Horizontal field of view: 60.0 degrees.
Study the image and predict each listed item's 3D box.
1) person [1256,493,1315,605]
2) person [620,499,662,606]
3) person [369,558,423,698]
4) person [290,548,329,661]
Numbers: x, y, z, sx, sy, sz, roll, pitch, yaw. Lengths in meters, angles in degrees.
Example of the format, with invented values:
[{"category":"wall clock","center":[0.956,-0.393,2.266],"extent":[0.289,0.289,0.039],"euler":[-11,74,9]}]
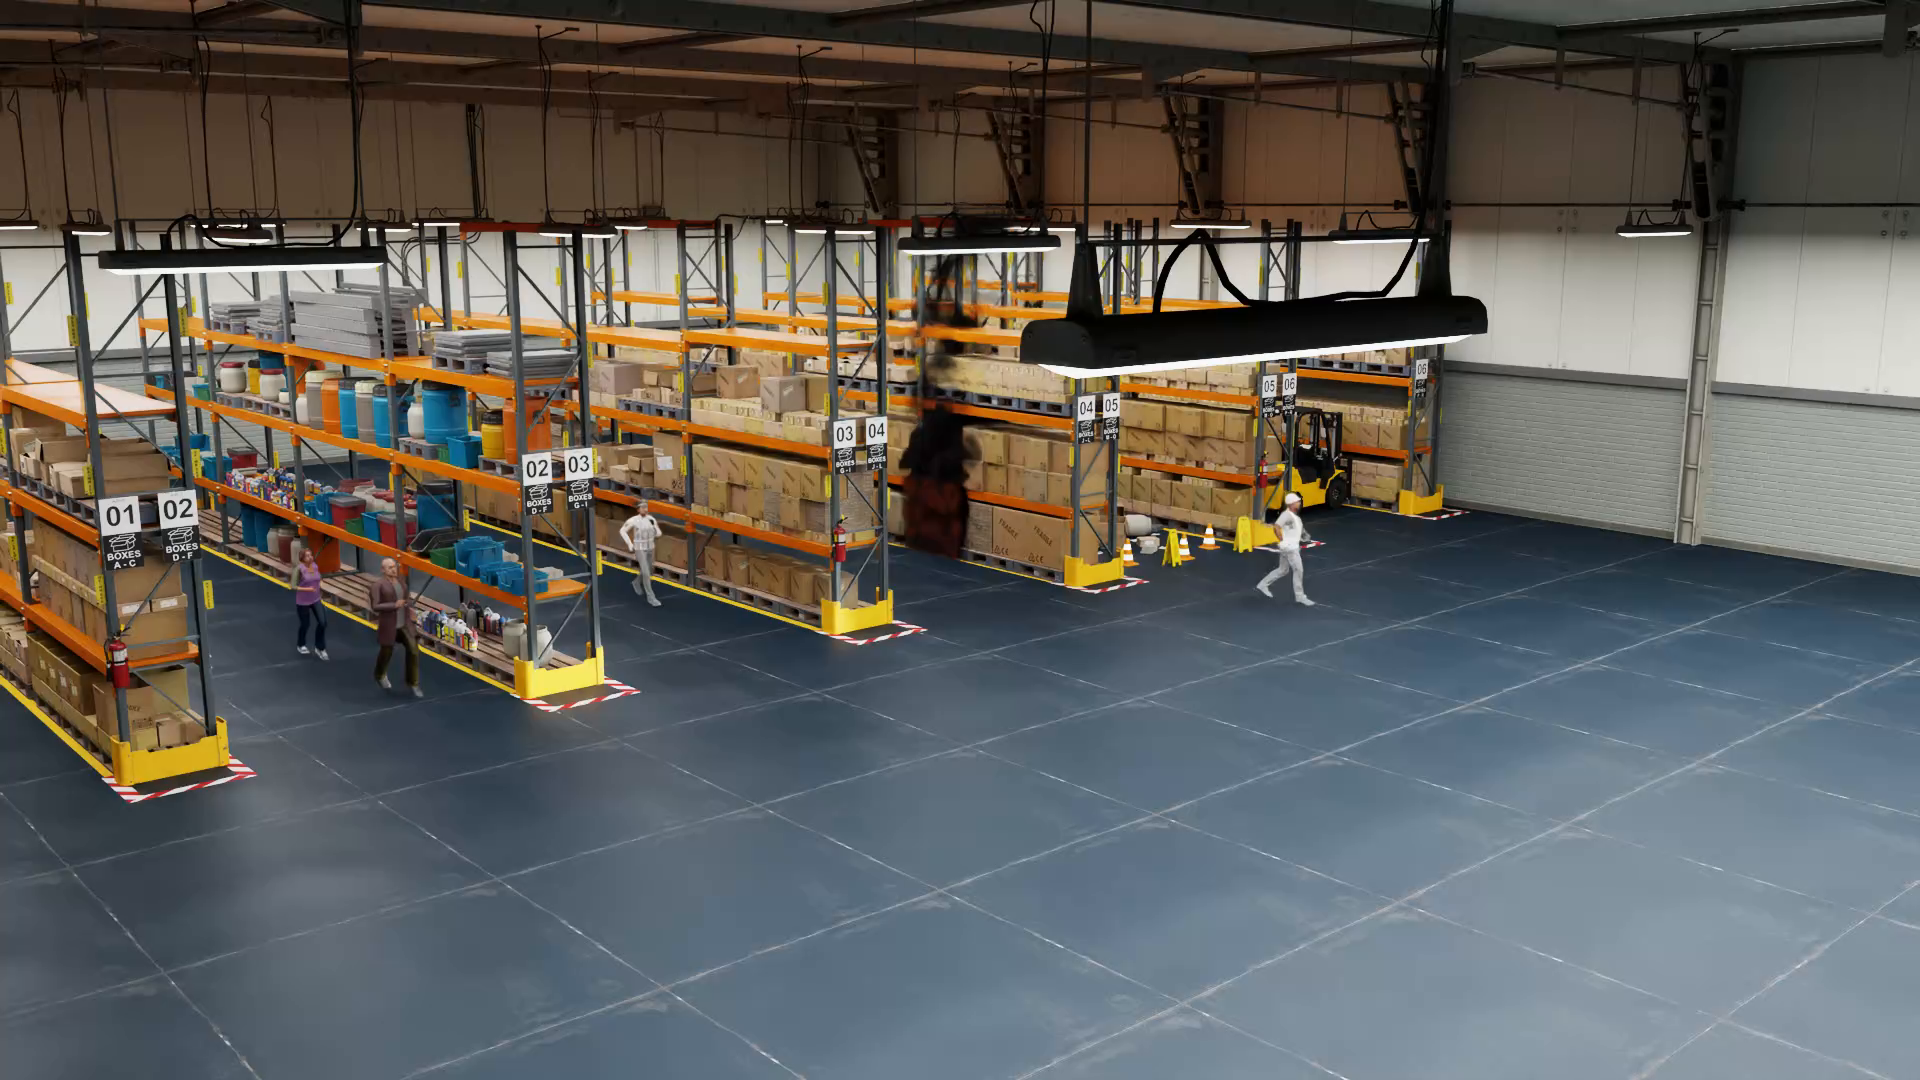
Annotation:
[{"category":"person","center":[5.256,0.131,26.702],"extent":[0.935,1.793,0.683],"euler":[2,12,11]},{"category":"person","center":[-5.076,0.158,26.700],"extent":[0.611,1.682,0.940],"euler":[-11,16,-43]},{"category":"person","center":[-7.397,1.141,21.710],"extent":[0.865,1.846,0.677],"euler":[10,15,40]},{"category":"person","center":[-9.162,0.910,23.381],"extent":[0.707,1.641,0.526],"euler":[10,15,41]}]
